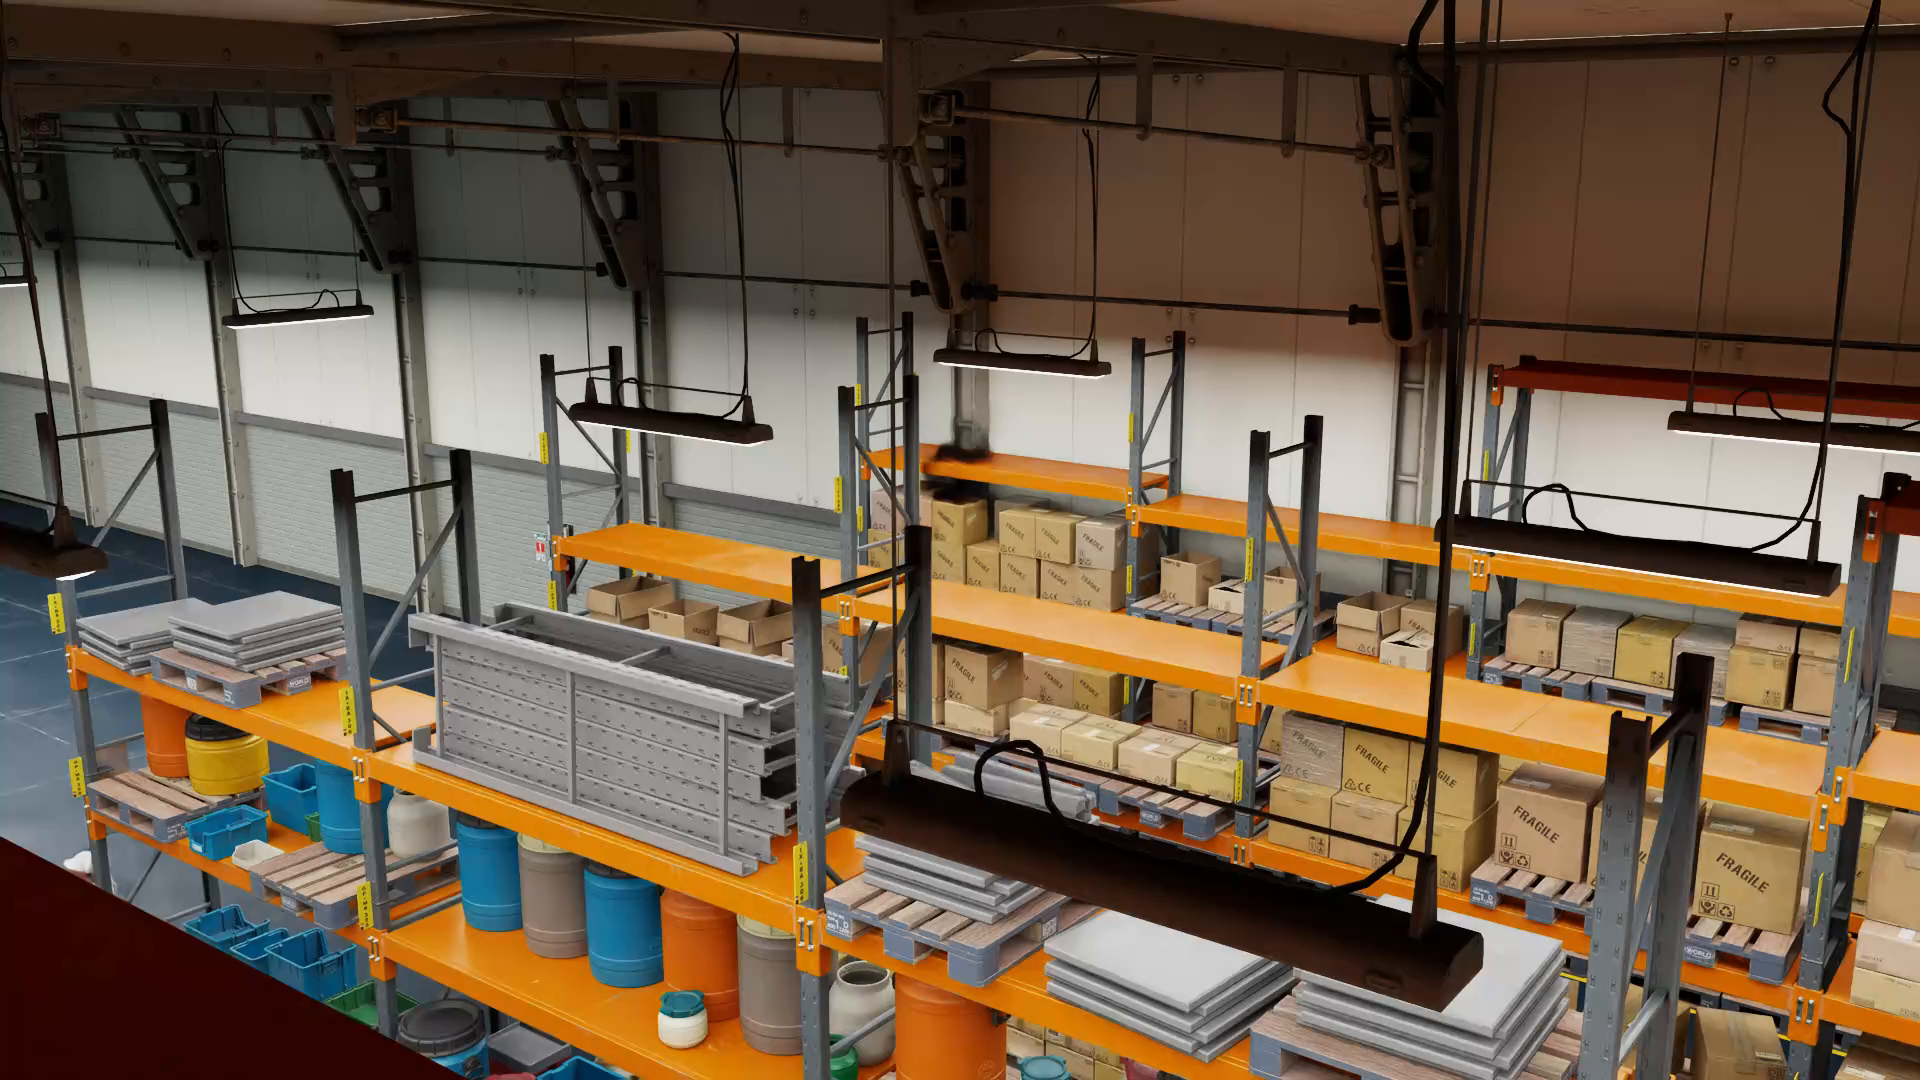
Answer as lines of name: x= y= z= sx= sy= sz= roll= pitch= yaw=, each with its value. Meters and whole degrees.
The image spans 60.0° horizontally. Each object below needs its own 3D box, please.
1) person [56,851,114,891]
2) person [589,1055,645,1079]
person: x=-8.217 y=3.693 z=15.505 sx=0.604 sy=1.725 sz=0.651 roll=-5 pitch=14 yaw=-21
person: x=-2.728 y=4.171 z=13.258 sx=0.911 sy=1.819 sz=0.690 roll=8 pitch=15 yaw=31
